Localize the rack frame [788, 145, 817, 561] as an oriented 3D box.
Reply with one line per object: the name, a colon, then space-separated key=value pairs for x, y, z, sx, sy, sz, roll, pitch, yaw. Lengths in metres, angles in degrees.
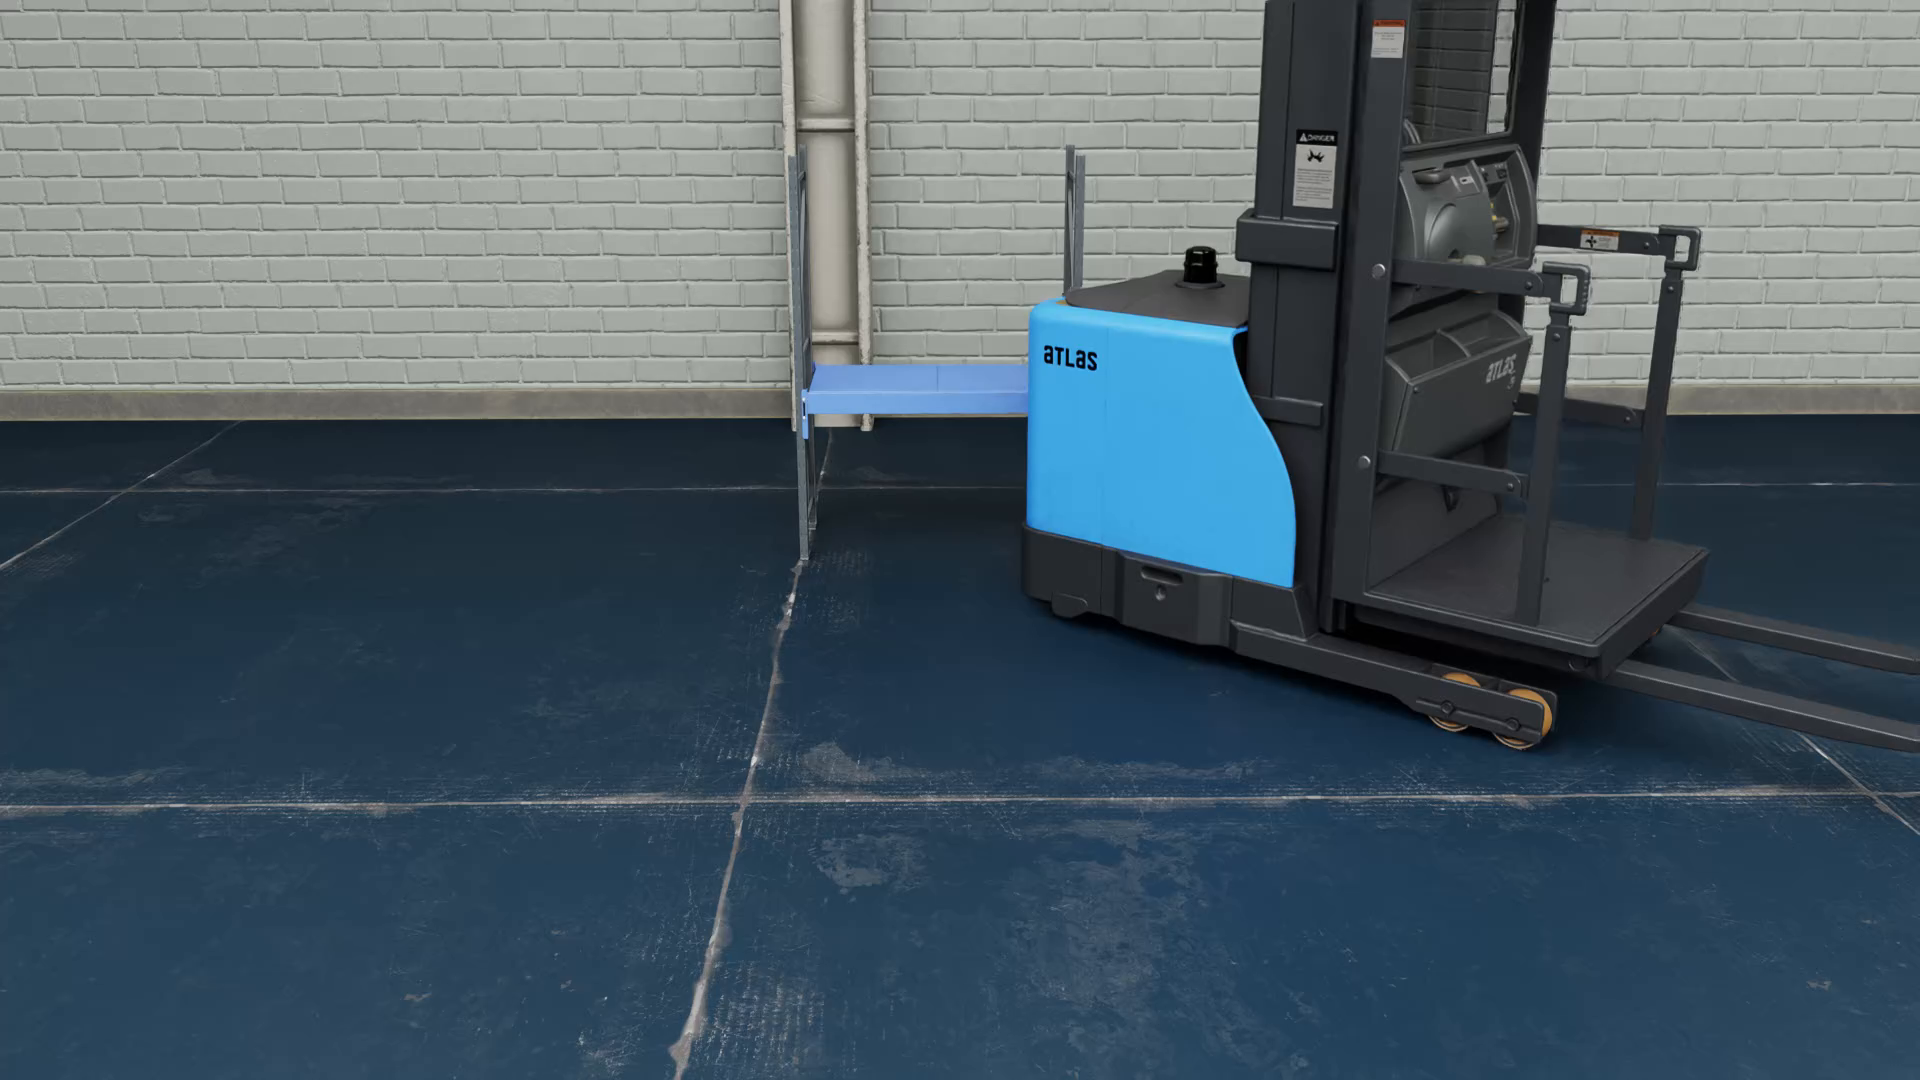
rack frame: x=-0.594 y=-0.711 z=6.310 sx=0.032 sy=1.500 sz=0.500 roll=0 pitch=18 yaw=-1

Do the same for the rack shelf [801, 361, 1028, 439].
rack shelf: x=-0.085 y=-0.542 z=6.372 sx=1.000 sy=0.185 sz=0.538 roll=0 pitch=18 yaw=-1

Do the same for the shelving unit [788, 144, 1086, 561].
shelving unit: x=-0.085 y=-0.714 z=6.317 sx=1.048 sy=1.500 sz=0.538 roll=0 pitch=18 yaw=-1

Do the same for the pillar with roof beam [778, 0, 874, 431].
pillar with roof beam: x=-0.568 y=-3.557 z=2.904 sx=0.400 sy=9.000 sz=9.100 roll=0 pitch=18 yaw=-1

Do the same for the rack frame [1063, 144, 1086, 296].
rack frame: x=0.423 y=-0.716 z=6.325 sx=0.032 sy=1.500 sz=0.500 roll=0 pitch=18 yaw=-1

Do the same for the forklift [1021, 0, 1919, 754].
forklift: x=1.680 y=-0.987 z=4.827 sx=3.031 sy=2.935 sz=1.130 roll=14 pitch=22 yaw=36
